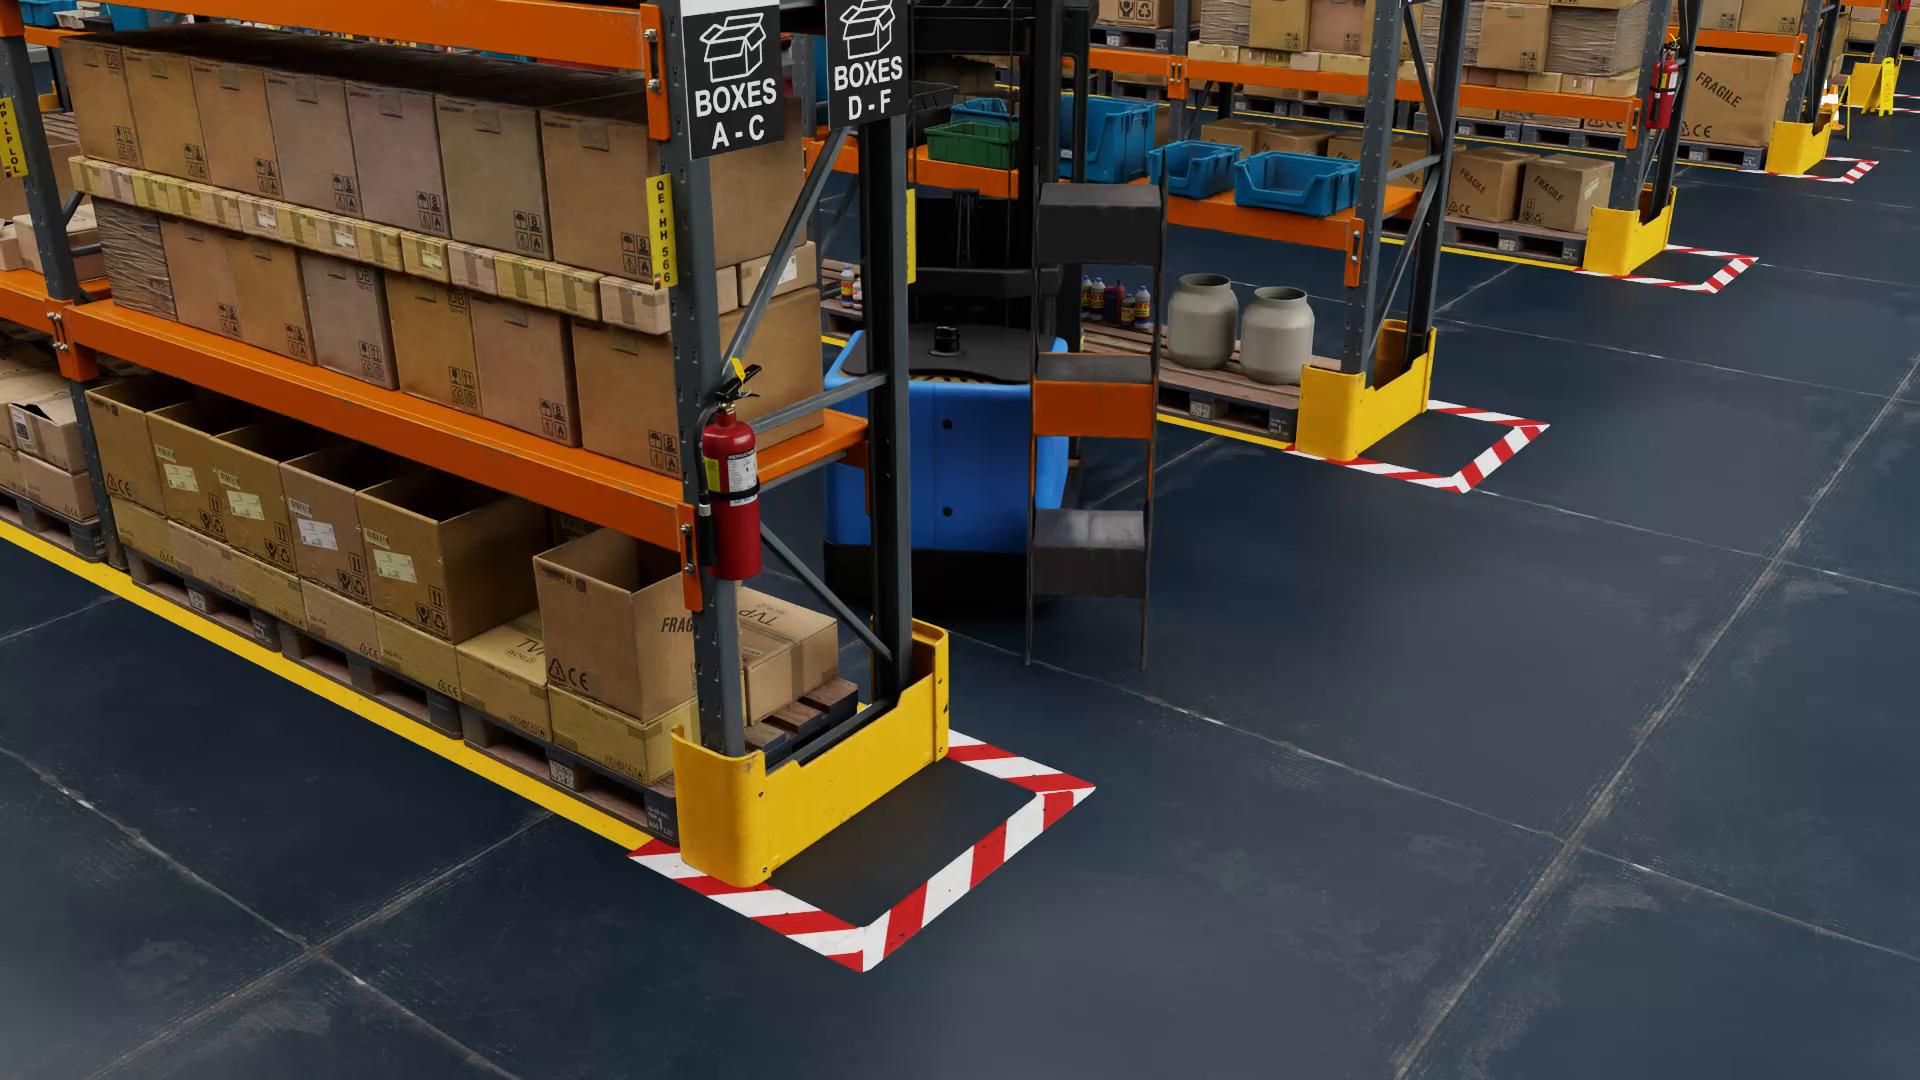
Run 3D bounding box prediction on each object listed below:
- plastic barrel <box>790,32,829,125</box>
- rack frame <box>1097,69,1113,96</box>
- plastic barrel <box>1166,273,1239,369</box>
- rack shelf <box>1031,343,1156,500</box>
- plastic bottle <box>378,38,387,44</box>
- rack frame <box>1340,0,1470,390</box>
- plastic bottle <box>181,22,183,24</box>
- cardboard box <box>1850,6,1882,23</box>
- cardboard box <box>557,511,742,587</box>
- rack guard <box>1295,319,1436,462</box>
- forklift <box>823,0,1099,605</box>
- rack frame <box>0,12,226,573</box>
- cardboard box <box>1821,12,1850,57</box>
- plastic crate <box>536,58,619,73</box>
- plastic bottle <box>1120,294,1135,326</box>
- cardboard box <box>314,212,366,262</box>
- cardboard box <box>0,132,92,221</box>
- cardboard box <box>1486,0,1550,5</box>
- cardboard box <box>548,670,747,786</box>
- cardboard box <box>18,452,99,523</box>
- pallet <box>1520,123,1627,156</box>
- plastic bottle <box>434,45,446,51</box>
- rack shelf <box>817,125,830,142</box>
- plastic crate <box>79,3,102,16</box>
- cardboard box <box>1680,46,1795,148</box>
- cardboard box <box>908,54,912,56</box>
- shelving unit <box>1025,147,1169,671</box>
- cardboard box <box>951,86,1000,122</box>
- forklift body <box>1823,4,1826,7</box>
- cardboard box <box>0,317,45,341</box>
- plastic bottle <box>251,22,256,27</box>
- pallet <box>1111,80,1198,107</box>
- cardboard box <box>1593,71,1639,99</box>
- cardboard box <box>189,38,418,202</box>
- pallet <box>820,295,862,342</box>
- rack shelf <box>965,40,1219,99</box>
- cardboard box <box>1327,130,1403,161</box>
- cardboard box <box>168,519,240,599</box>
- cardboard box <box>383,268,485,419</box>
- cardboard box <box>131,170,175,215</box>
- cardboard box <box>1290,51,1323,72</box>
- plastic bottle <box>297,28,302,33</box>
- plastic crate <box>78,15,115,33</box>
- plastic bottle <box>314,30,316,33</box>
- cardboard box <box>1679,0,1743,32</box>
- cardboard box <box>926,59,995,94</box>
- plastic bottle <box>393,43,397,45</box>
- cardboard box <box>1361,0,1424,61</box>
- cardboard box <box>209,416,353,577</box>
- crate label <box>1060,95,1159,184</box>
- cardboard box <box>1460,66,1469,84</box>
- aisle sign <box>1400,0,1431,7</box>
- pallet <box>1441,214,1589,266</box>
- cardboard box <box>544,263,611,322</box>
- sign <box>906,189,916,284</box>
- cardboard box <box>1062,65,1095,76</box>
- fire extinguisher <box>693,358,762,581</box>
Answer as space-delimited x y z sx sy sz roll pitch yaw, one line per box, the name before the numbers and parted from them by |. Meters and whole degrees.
plastic barrel | -0.879 -3.411 11.651 0.708 0.901 0.600 17 29 33
rack frame | 2.073 -7.132 20.717 0.127 3.000 1.000 17 29 33
plastic barrel | 1.475 -1.333 10.120 0.421 0.512 0.421 0 24 0
rack shelf | 0.541 -0.487 6.782 0.480 0.518 0.431 2 24 4
plastic bottle | -5.106 -4.424 14.731 0.097 0.271 0.097 0 24 0
rack frame | 2.449 -2.024 9.123 0.127 3.000 1.000 17 29 33
plastic bottle | -7.116 -4.646 15.218 0.133 0.283 0.061 17 29 33
cardboard box | 13.365 -7.726 24.333 0.500 0.250 0.500 16 29 33
cardboard box | -1.222 -0.025 6.546 0.500 0.500 0.500 17 29 33
rack guard | 2.360 -0.883 9.634 0.348 0.500 1.175 17 29 33
forklift | 0.092 -1.614 8.277 1.130 2.935 3.031 3 24 7
rack frame | -3.726 -1.394 7.693 0.127 3.000 1.000 17 29 33
cardboard box | 10.864 -6.386 20.983 0.500 0.500 0.500 16 28 32
plastic crate | -2.843 -3.498 12.389 0.583 0.464 0.402 17 29 33
plastic bottle | 1.102 -1.508 10.878 0.097 0.201 0.097 0 24 0
cardboard box | -2.187 -1.174 6.266 0.250 0.149 0.380 16 29 33
cardboard box | -4.752 -1.758 8.395 0.500 0.500 0.500 19 30 37
cardboard box | 4.428 -4.433 12.859 0.500 0.500 0.500 17 29 33
cardboard box | -1.131 0.605 6.045 0.500 0.250 0.500 17 29 33
cardboard box | -4.231 -0.334 8.178 0.500 0.250 0.500 16 29 33
pallet | 6.816 -4.385 17.940 1.213 0.211 1.003 17 29 33
plastic bottle | -4.475 -4.222 14.266 0.135 0.276 0.152 17 29 33
rack shelf | -2.352 -3.145 12.561 4.000 0.370 1.077 17 29 33
plastic crate | -8.884 -5.461 17.176 0.250 0.136 0.298 17 29 33
cardboard box | 7.893 -4.560 16.993 0.875 0.875 0.875 17 29 34
cardboard box | -0.695 -6.883 22.732 0.500 0.500 0.500 18 30 35
shelving unit | 0.541 -0.499 6.776 0.503 2.100 0.431 2 24 4
cardboard box | 0.018 -4.328 16.907 0.500 0.500 0.700 14 27 29
forklift body | 11.725 -7.903 23.519 1.214 2.155 2.313 17 29 33
cardboard box | -5.138 -1.136 9.301 0.500 0.311 0.500 18 29 35
plastic bottle | -6.644 -4.878 15.754 0.135 0.276 0.152 17 29 33
pallet | 2.659 -5.641 20.791 1.213 0.211 1.003 17 29 33
cardboard box | 5.068 -3.509 12.805 0.250 0.149 0.380 17 29 33
cardboard box | -2.561 -1.685 6.620 0.500 0.500 0.700 17 29 33
pallet | -0.239 -1.539 11.481 1.213 0.211 1.003 17 29 33
rack shelf | 0.618 -4.743 16.187 4.000 0.370 1.077 17 29 33
cardboard box | 3.521 -3.267 14.523 0.500 0.500 0.500 14 27 29
cardboard box | -3.139 0.005 7.408 0.500 0.250 0.500 17 29 33
cardboard box | -1.708 -0.837 6.304 0.500 0.500 0.700 17 29 34
cardboard box | -3.218 -1.486 6.974 0.250 0.149 0.380 16 28 32
cardboard box | 3.000 -4.078 14.096 0.250 0.149 0.380 17 29 33
plastic bottle | -6.008 -4.620 15.176 0.097 0.271 0.097 0 24 0
plastic crate | -8.210 -5.011 16.170 0.590 0.125 0.437 17 29 33
plastic bottle | -5.508 -4.233 14.281 0.133 0.283 0.061 17 29 33
cardboard box | 7.698 -5.467 16.752 0.550 0.550 0.875 17 29 33
cardboard box | 0.003 -4.679 16.775 0.500 0.250 0.500 21 31 39
plastic bottle | -4.532 -3.865 13.446 0.133 0.283 0.061 17 29 33
cardboard box | 3.756 -4.287 13.767 0.500 0.500 0.875 17 29 33
cardboard box | -2.742 -0.216 6.979 0.500 0.500 0.500 17 29 33
crate label | 0.814 -2.398 9.928 0.616 0.435 0.502 17 29 33
cardboard box | 4.057 -3.806 13.479 0.250 0.149 0.380 17 29 33
aisle sign | 2.328 -3.100 8.341 0.004 0.787 0.394 17 29 33
pallet | 4.730 -2.572 13.825 1.213 0.211 1.003 17 29 33
cardboard box | -1.155 -0.863 5.559 0.250 0.149 0.380 18 29 35
sign | -0.187 -1.036 5.710 0.005 0.325 0.100 17 29 33
cardboard box | 1.390 -6.255 21.306 0.500 0.500 0.500 17 29 33
fire extinguisher | -0.709 -0.213 5.108 0.183 0.674 0.296 17 29 33
